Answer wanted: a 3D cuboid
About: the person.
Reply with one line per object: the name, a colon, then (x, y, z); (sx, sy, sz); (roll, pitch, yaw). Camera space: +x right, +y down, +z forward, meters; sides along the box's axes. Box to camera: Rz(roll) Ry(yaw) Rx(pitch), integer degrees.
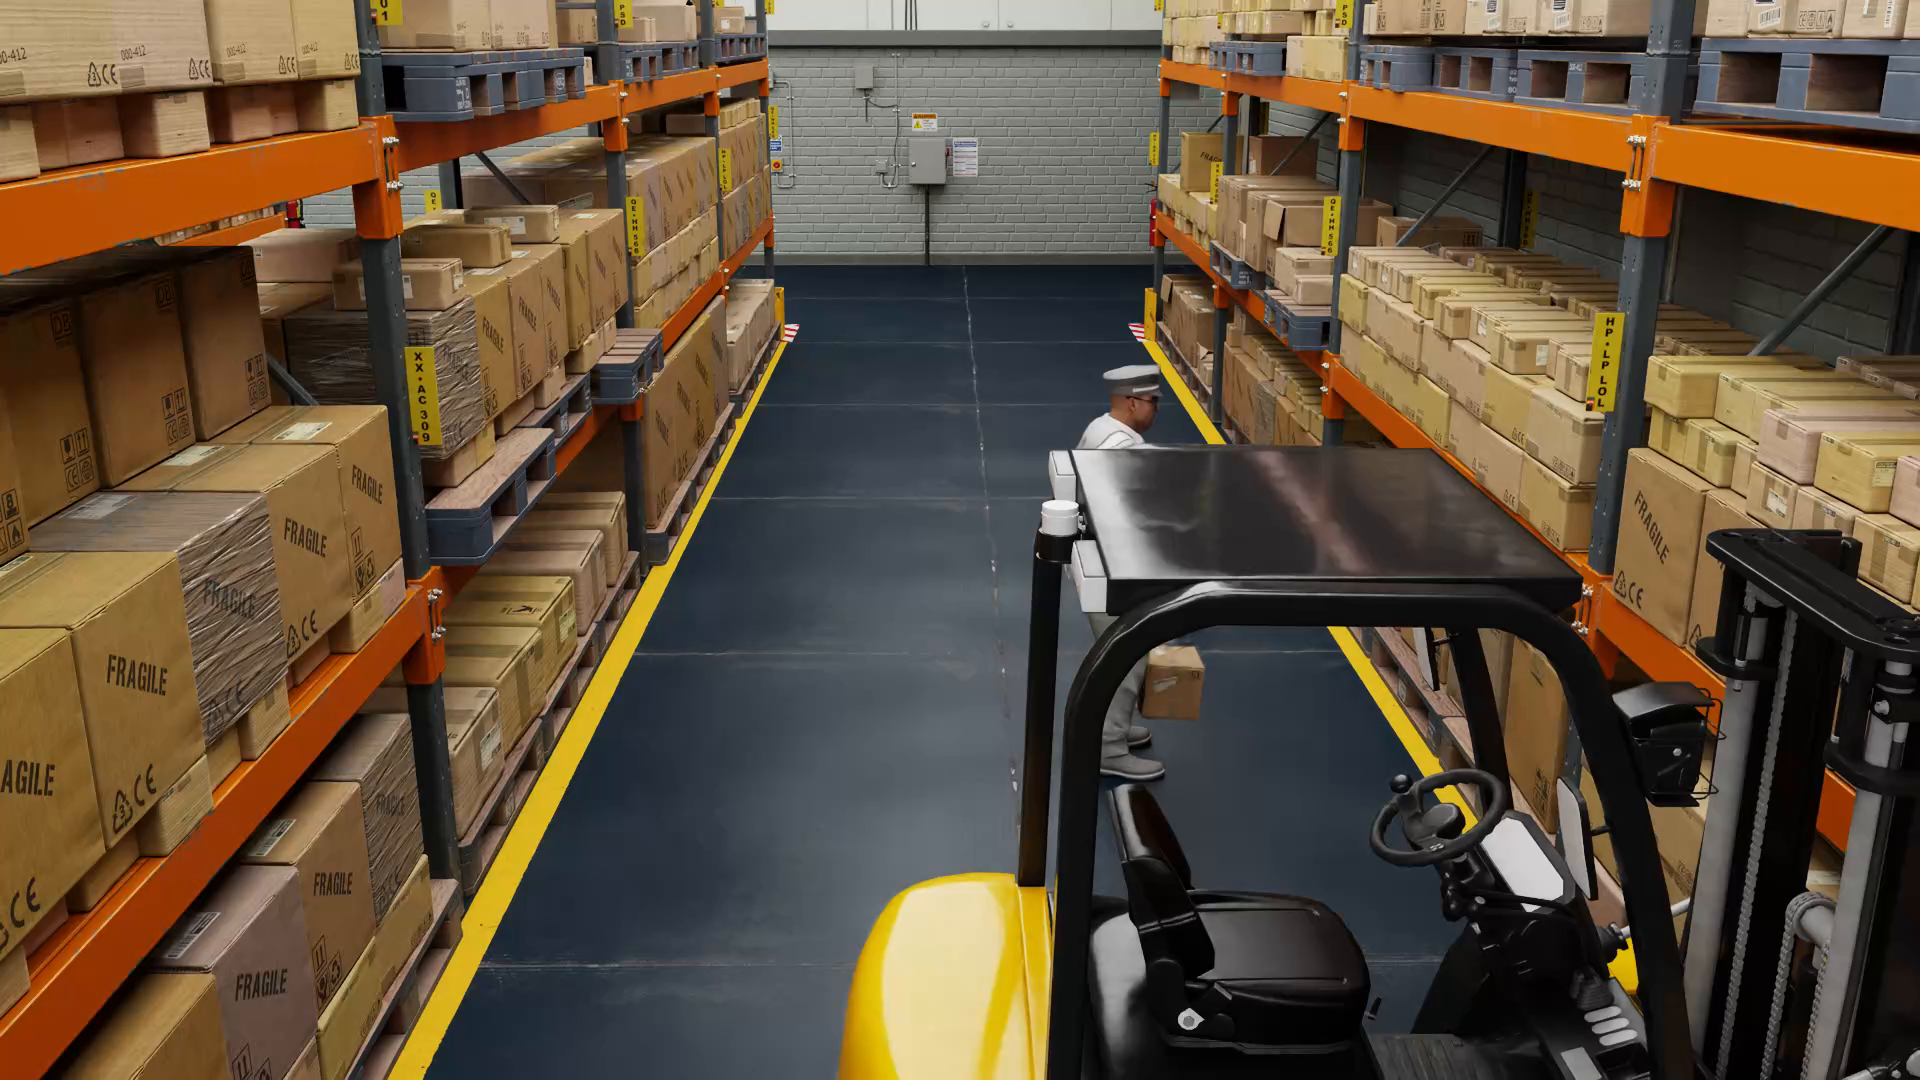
person: (0.657, 0.120, 7.136); (0.434, 1.750, 0.568); (-1, 17, -2)
